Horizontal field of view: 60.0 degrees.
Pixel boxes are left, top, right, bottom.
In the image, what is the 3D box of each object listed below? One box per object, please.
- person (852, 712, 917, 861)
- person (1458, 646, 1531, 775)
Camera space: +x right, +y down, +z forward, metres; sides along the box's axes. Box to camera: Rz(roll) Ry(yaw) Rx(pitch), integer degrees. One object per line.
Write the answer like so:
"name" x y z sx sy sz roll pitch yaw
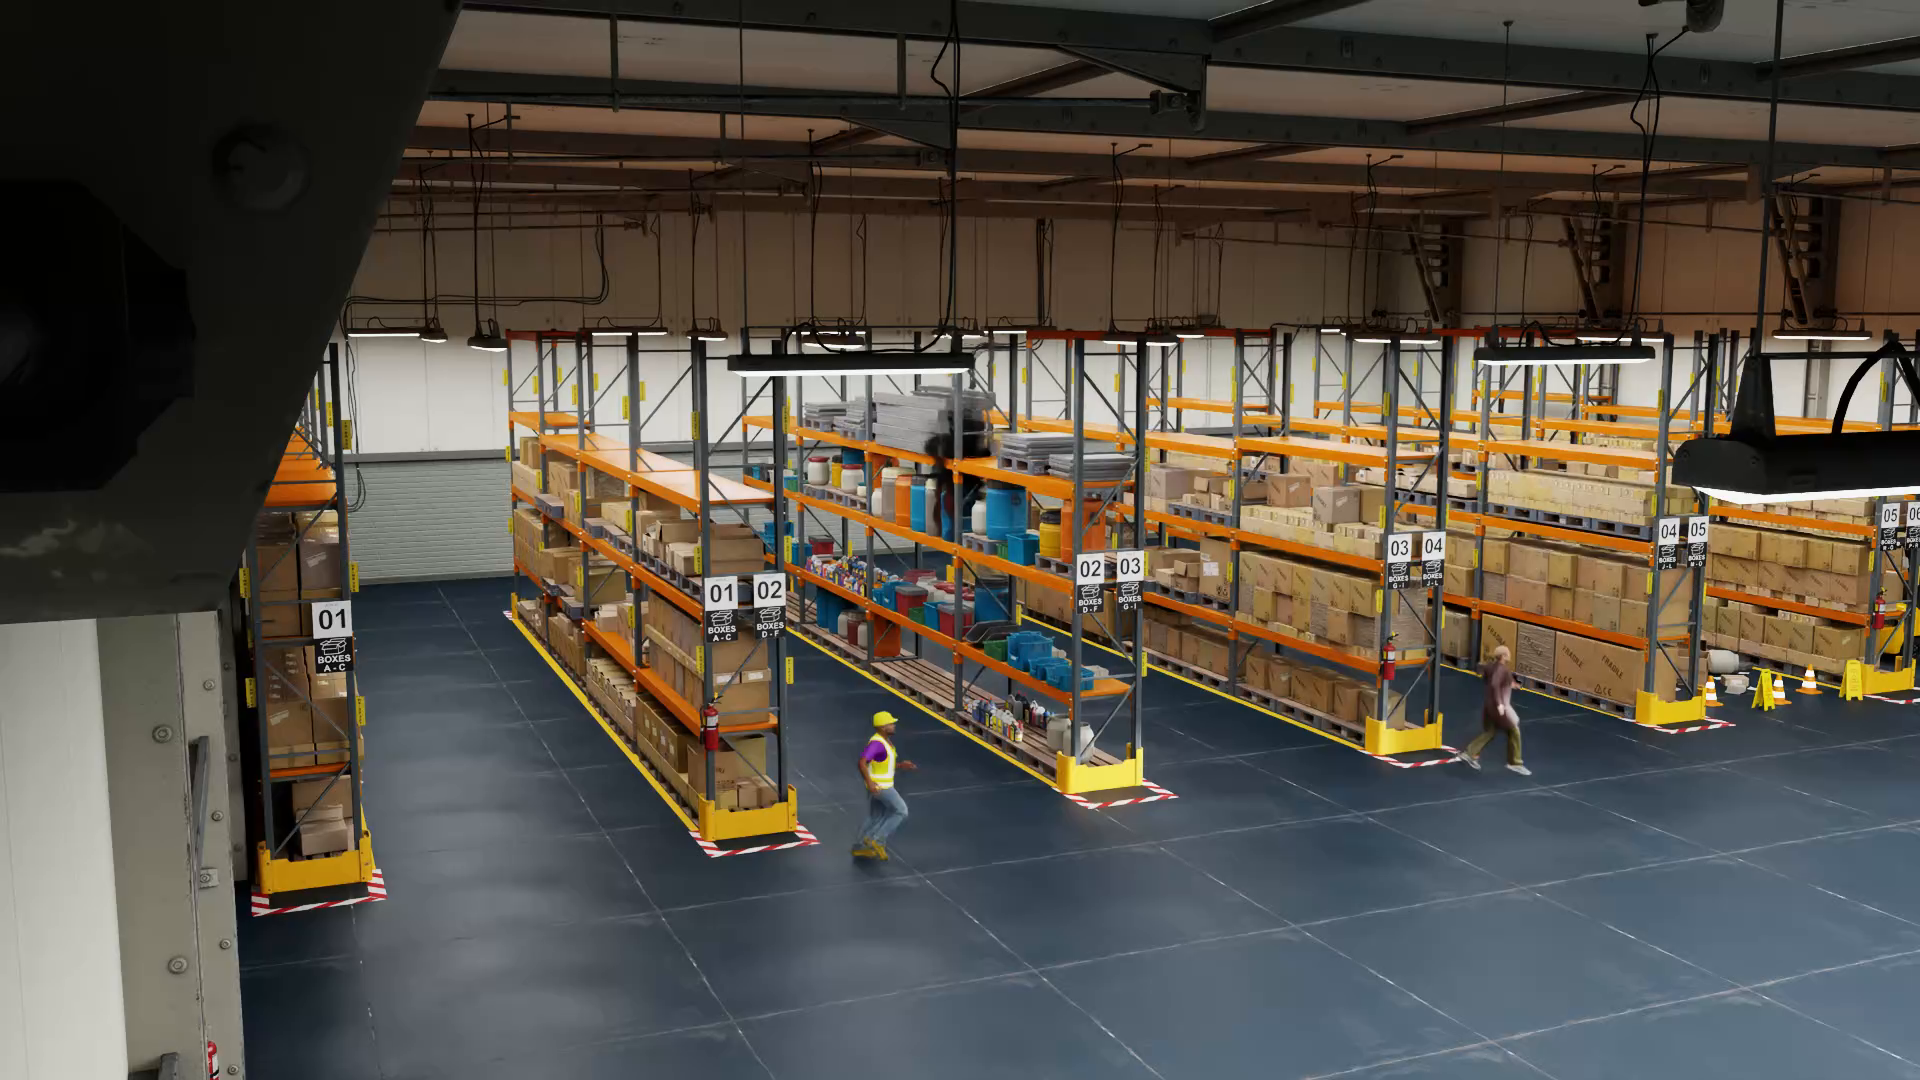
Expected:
"person" -0.879 2.852 19.271 0.769 1.750 0.676 -1 8 -4
"person" 7.384 2.348 22.914 1.017 1.803 0.740 -1 8 -8
